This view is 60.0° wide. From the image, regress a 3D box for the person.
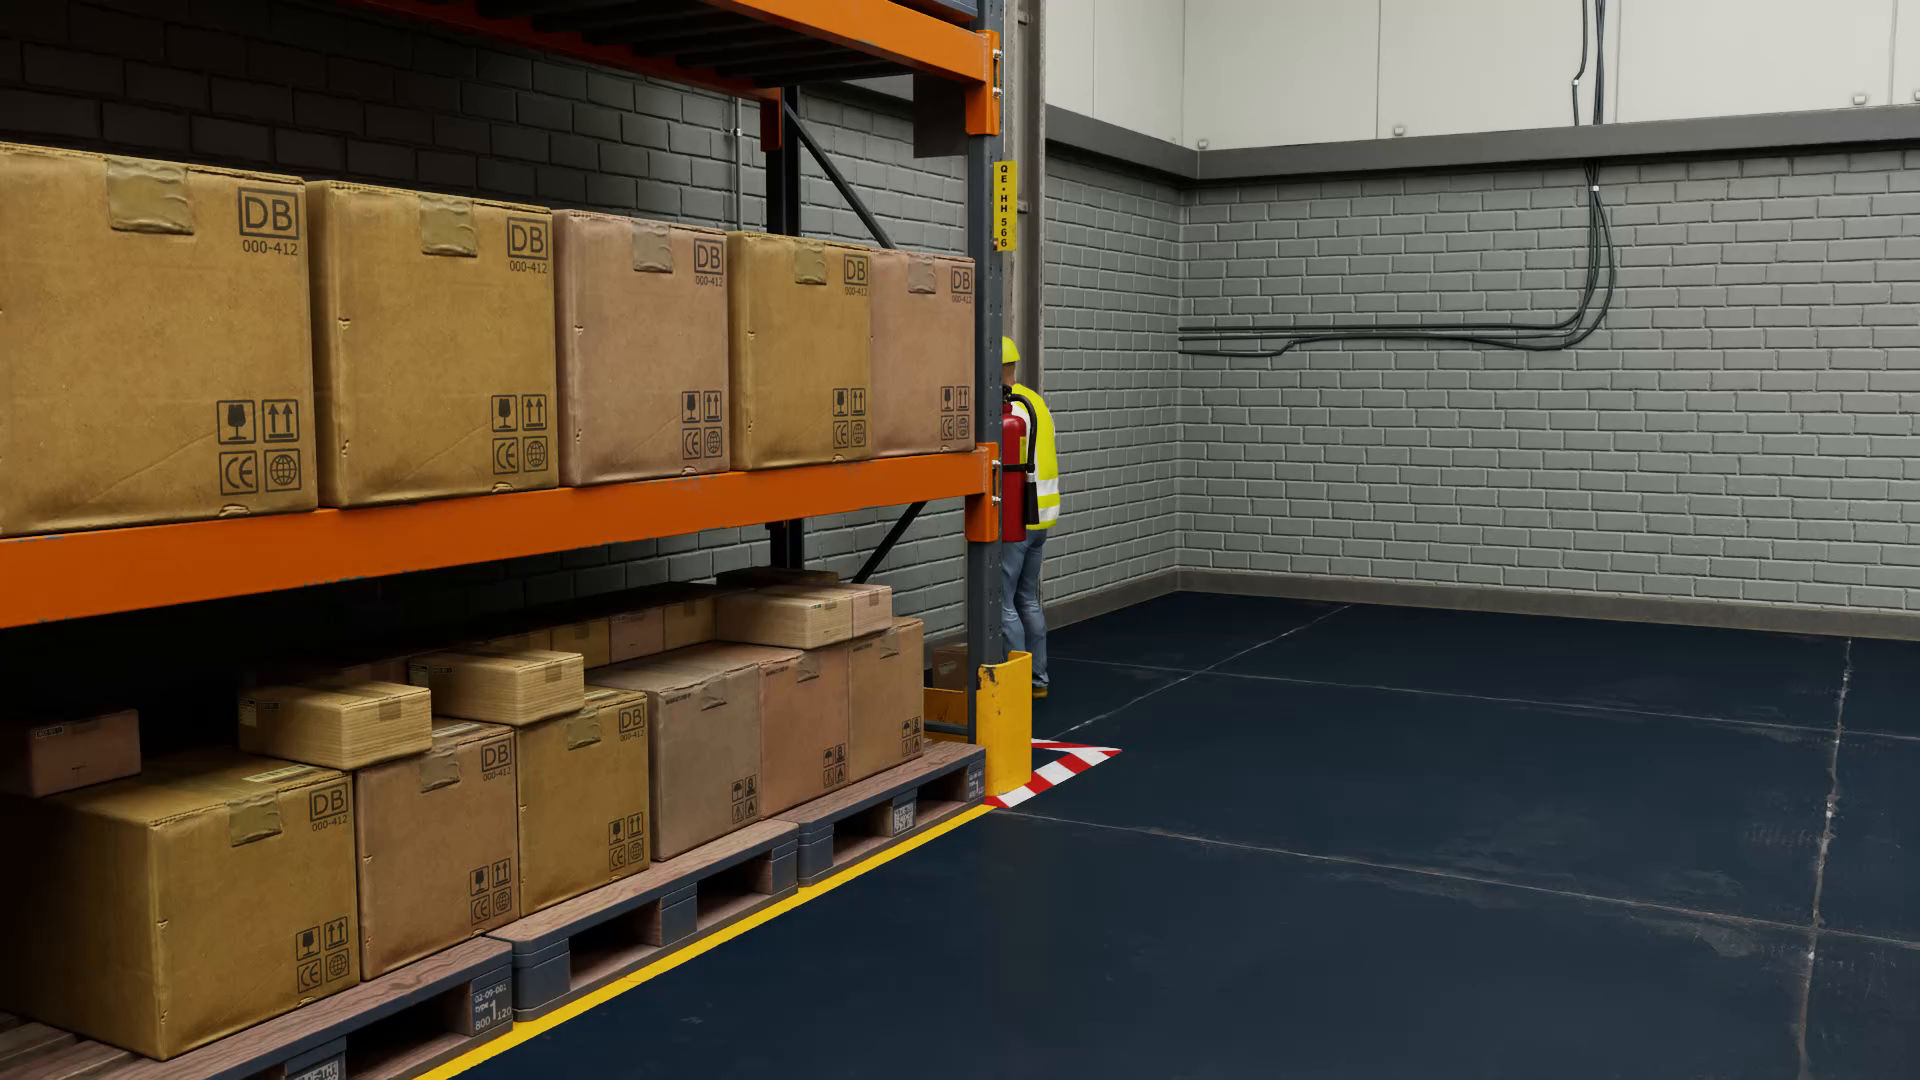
[{"bbox_3d":[0.230,-0.092,7.944,0.460,1.761,0.637,3,7,27],"label":"person"}]
